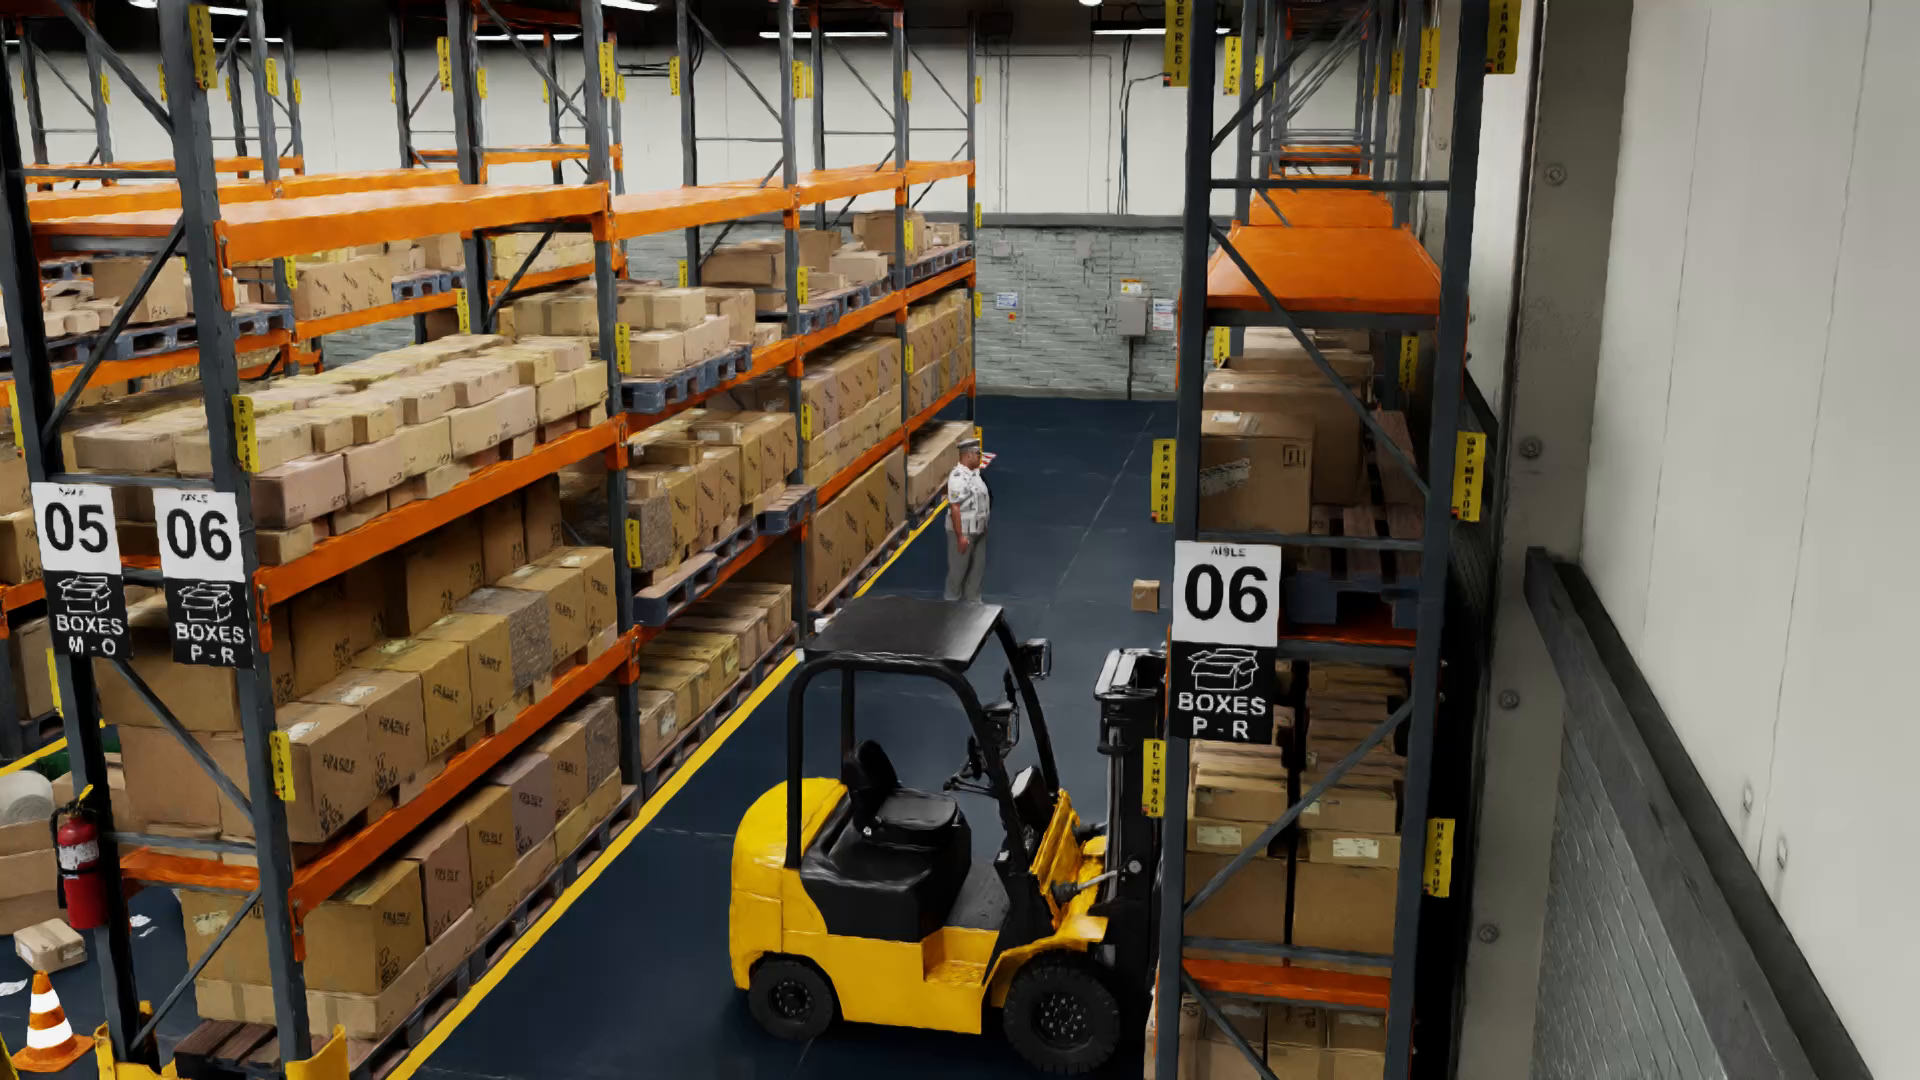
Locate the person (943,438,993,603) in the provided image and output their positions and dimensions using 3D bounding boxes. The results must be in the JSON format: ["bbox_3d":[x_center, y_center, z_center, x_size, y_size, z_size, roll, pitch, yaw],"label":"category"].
[{"bbox_3d":[0.087,-0.098,15.766,0.439,1.762,0.628,7,16,25],"label":"person"}]
